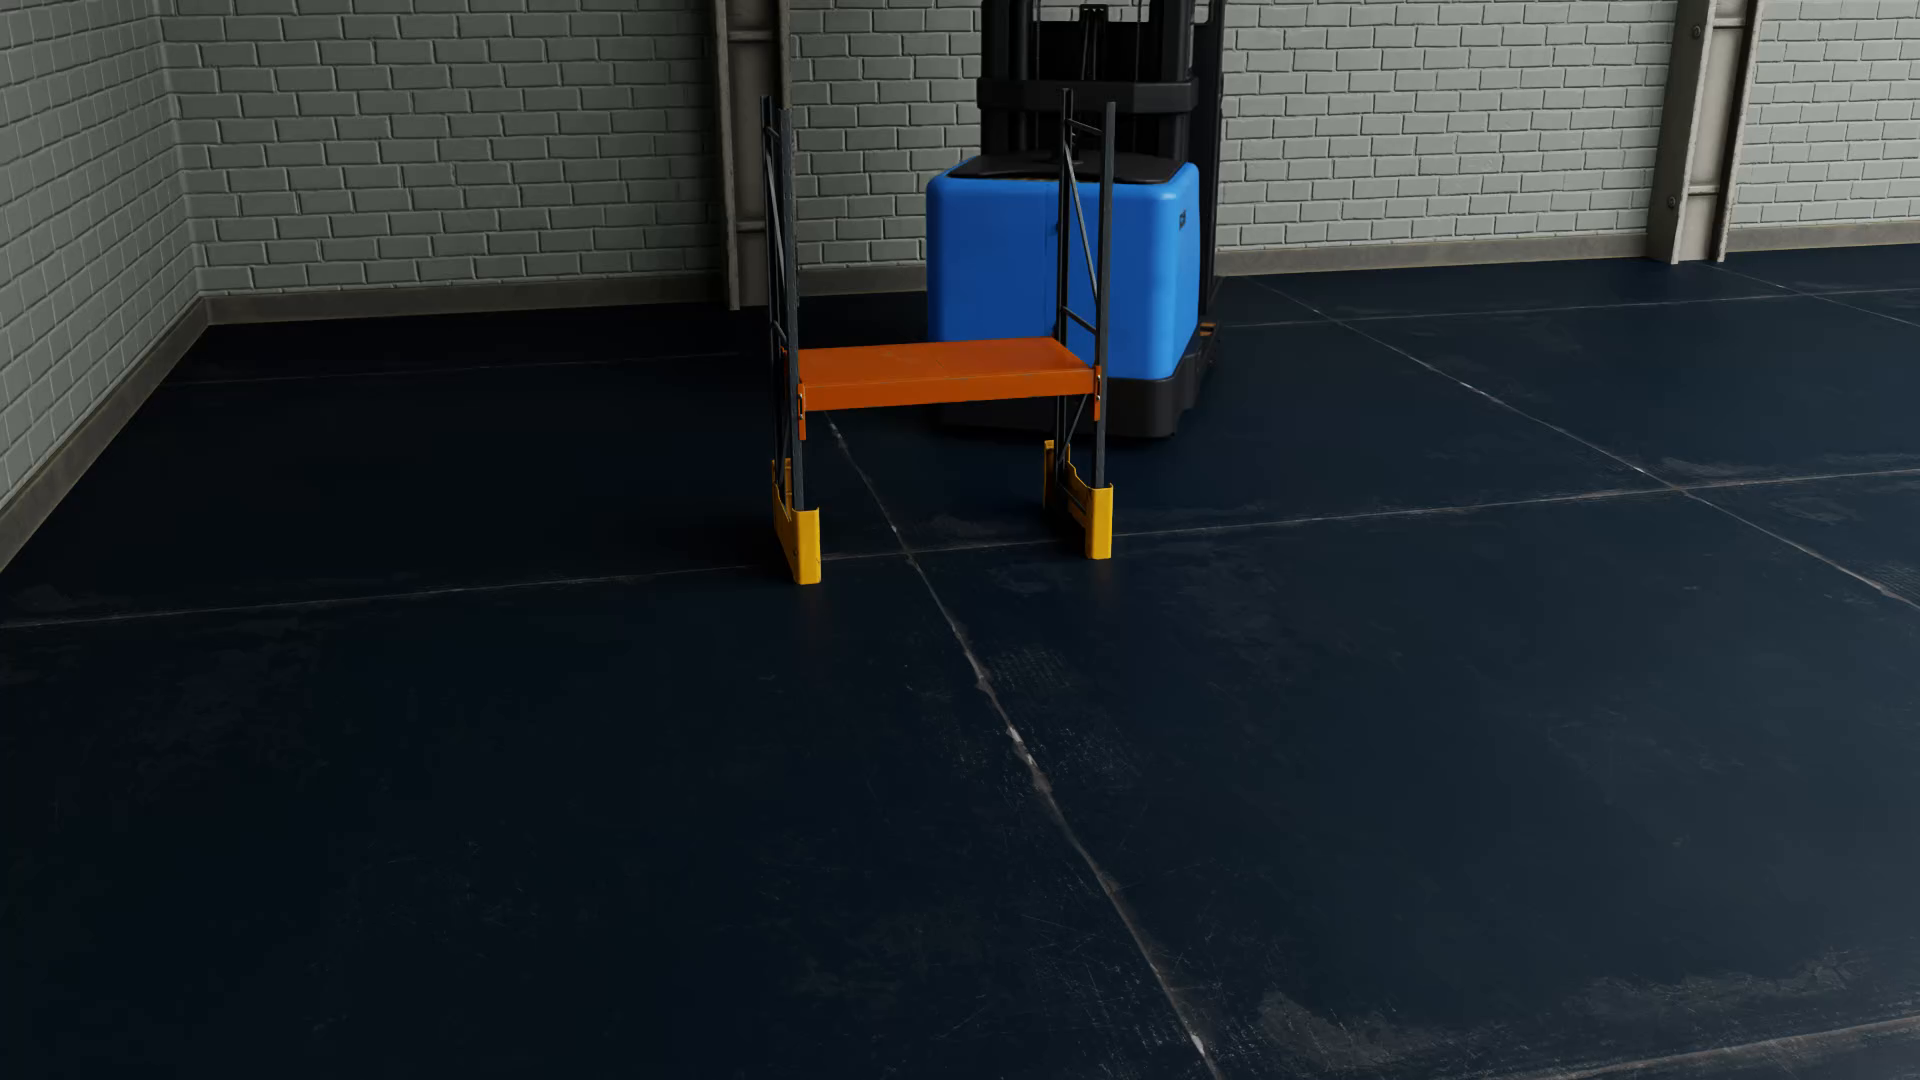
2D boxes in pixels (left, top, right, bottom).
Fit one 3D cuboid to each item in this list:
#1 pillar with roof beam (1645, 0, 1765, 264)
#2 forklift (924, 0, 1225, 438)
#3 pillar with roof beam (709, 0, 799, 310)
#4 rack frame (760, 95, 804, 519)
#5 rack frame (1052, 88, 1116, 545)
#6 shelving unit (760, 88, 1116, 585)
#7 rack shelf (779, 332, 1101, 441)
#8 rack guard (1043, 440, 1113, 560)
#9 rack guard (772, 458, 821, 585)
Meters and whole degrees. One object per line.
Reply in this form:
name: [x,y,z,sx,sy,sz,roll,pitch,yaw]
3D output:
pillar with roof beam: [5.692,-4.616,5.334,0.400,9.000,9.100,-5,21,-12]
forklift: [0.693,-2.261,7.726,1.130,2.935,3.031,5,21,13]
pillar with roof beam: [-0.147,-4.141,4.037,0.400,9.000,9.100,-5,21,-12]
rack frame: [-0.578,-0.657,5.428,0.032,1.500,0.500,-5,21,-12]
rack frame: [0.412,-0.738,5.648,0.032,1.500,0.500,-5,21,-12]
shelving unit: [-0.074,-0.698,5.540,1.083,1.500,0.587,-5,21,-12]
rack shelf: [-0.083,-0.529,5.600,1.000,0.185,0.538,-5,21,-12]
rack guard: [0.410,-0.151,5.863,0.087,0.250,0.587,-5,21,-12]
rack guard: [-0.559,-0.072,5.648,0.087,0.250,0.587,-5,21,-12]
